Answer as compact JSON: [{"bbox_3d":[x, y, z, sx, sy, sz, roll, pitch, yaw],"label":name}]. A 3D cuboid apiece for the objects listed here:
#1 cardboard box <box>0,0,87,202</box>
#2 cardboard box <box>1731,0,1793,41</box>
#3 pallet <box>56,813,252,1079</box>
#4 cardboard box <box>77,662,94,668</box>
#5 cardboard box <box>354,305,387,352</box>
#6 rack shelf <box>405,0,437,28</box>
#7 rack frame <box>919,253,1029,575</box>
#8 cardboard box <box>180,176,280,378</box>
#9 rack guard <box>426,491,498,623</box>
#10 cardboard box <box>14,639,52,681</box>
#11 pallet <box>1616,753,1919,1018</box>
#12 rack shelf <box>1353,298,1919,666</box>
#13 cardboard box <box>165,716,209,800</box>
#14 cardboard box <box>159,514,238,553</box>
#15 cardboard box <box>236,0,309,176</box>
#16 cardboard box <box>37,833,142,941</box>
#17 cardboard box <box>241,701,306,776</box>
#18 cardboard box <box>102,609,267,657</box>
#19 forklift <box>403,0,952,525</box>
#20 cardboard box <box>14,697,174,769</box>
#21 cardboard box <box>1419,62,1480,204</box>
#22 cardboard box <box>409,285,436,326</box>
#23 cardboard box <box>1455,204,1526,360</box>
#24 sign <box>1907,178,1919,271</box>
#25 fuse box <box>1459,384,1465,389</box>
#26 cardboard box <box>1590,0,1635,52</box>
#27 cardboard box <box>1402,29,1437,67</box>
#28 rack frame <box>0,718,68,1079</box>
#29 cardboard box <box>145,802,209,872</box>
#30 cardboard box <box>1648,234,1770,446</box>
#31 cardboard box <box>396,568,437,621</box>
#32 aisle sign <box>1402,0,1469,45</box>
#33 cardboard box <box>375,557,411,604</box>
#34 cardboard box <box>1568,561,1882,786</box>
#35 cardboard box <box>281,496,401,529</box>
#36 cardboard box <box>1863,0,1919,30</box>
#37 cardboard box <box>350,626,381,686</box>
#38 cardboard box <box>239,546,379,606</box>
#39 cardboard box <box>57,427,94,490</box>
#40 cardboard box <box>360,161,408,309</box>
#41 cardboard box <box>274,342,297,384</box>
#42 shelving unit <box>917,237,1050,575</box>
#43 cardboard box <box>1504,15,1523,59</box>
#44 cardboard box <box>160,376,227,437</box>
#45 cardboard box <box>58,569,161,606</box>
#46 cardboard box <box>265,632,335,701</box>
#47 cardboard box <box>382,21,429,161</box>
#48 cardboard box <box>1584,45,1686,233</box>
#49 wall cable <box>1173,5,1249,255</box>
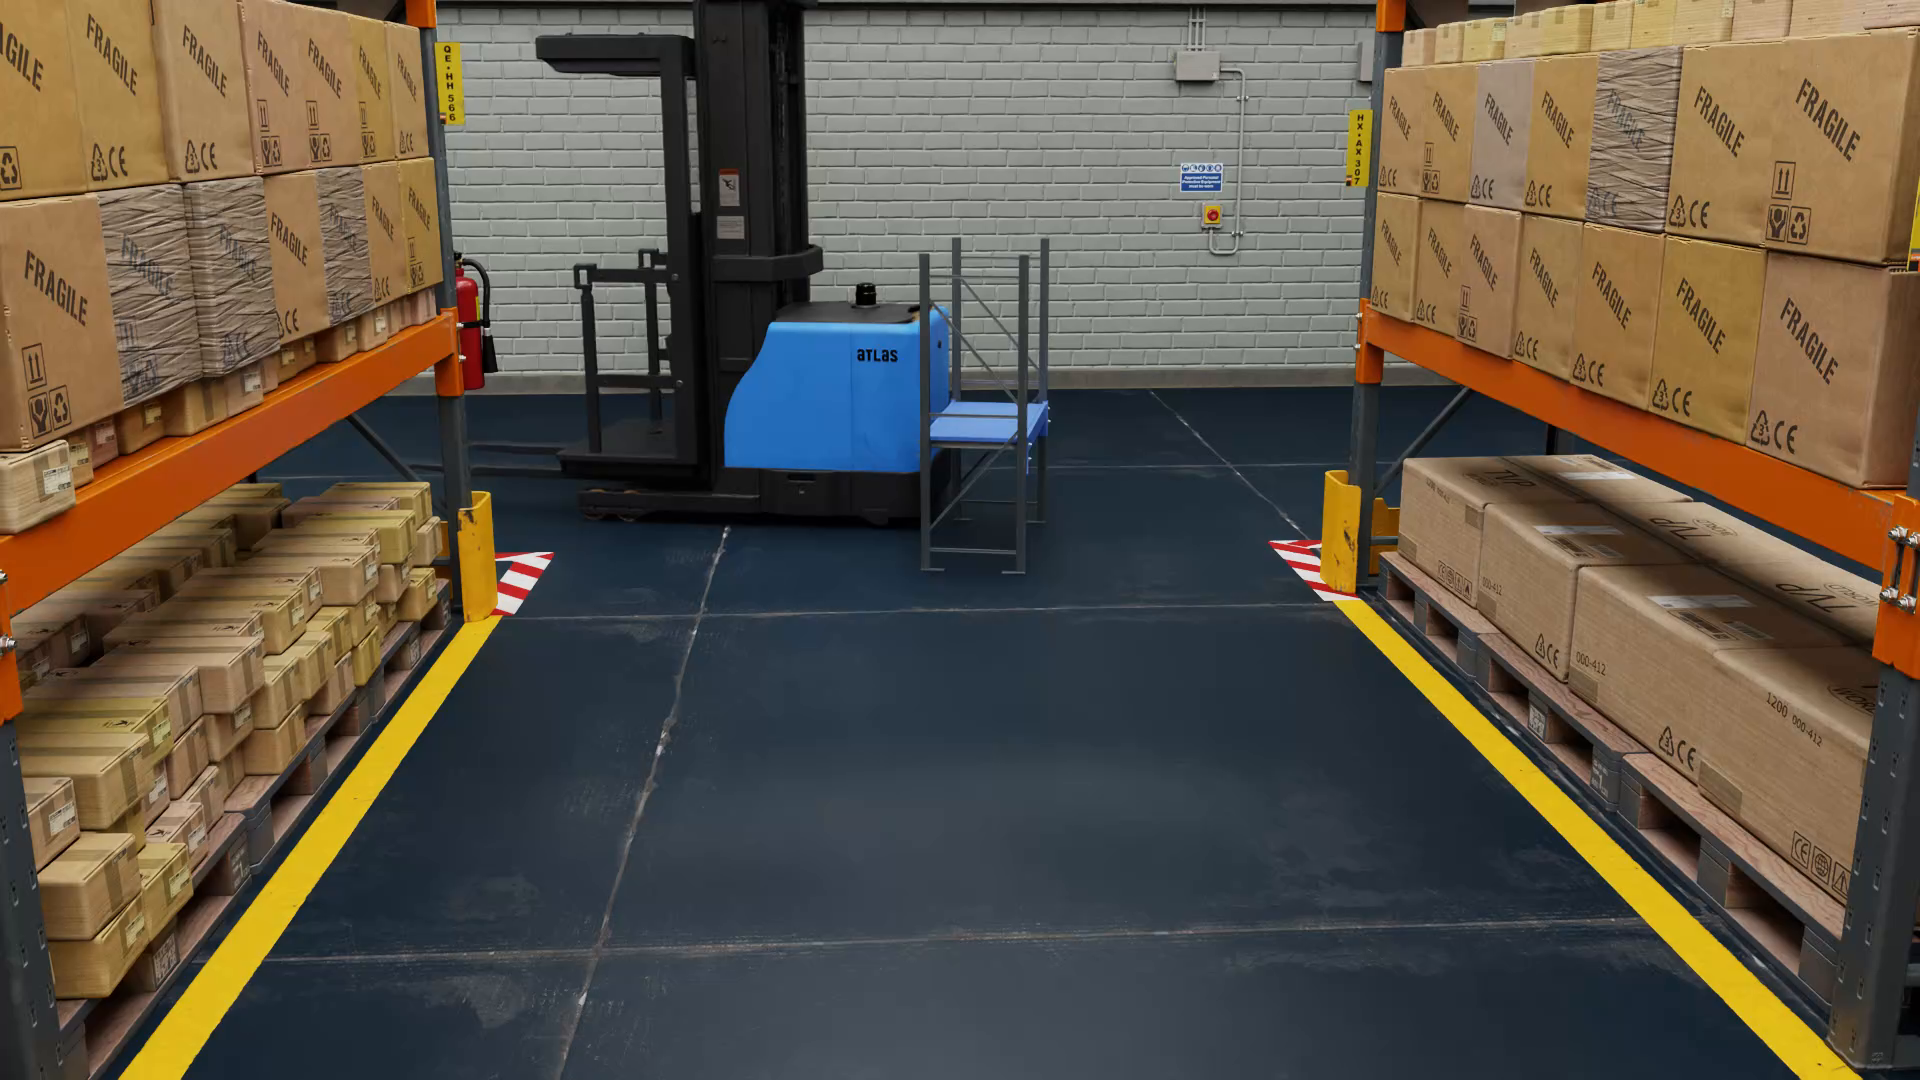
[{"bbox_3d":[-2.181,-0.950,3.393,0.500,0.500,0.500,-1,14,-2],"label":"cardboard box"},{"bbox_3d":[2.254,-1.369,4.318,0.380,0.149,0.250,-1,14,-4],"label":"cardboard box"},{"bbox_3d":[-2.473,1.027,4.111,1.003,0.211,1.213,-1,14,-3],"label":"pallet"},{"bbox_3d":[-2.746,0.476,4.940,0.380,0.149,0.250,-2,15,-6],"label":"cardboard box"},{"bbox_3d":[-2.294,-0.766,5.986,0.380,0.149,0.250,0,14,-2],"label":"cardboard box"},{"bbox_3d":[-2.520,-1.759,4.765,1.077,0.370,4.000,-1,14,-3],"label":"rack shelf"},{"bbox_3d":[0.063,-0.573,7.745,0.500,1.500,0.032,2,15,8],"label":"rack frame"},{"bbox_3d":[-2.209,-0.725,4.528,0.500,0.500,0.500,-1,14,-5],"label":"cardboard box"},{"bbox_3d":[-2.639,0.078,7.221,1.175,0.500,0.348,-1,14,-3],"label":"rack guard"},{"bbox_3d":[-2.803,0.391,4.670,0.380,0.149,0.250,-2,15,-6],"label":"cardboard box"},{"bbox_3d":[2.569,0.902,4.598,1.003,0.211,1.213,-1,14,-3],"label":"pallet"},{"bbox_3d":[2.414,-0.407,5.534,1.077,0.370,4.000,-1,14,-3],"label":"rack shelf"},{"bbox_3d":[-2.270,0.592,4.485,0.380,0.149,0.250,-2,15,-6],"label":"cardboard box"},{"bbox_3d":[-2.926,0.004,6.174,0.380,0.149,0.250,-1,14,-4],"label":"cardboard box"},{"bbox_3d":[-2.259,-1.332,4.878,0.500,0.500,0.500,-1,14,-5],"label":"cardboard box"},{"bbox_3d":[-2.099,0.781,3.752,0.380,0.149,0.250,0,14,-1],"label":"cardboard box"},{"bbox_3d":[-2.219,0.603,5.042,0.380,0.149,0.250,-1,14,-5],"label":"cardboard box"},{"bbox_3d":[-2.306,0.316,4.962,0.380,0.149,0.250,-1,15,-6],"label":"cardboard box"},{"bbox_3d":[-1.609,-1.649,9.052,3.031,2.935,1.130,2,15,9],"label":"forklift"},{"bbox_3d":[-2.234,0.512,4.202,0.380,0.149,0.250,-1,14,-4],"label":"cardboard box"},{"bbox_3d":[2.075,-1.534,6.260,0.500,0.500,0.500,-1,14,-5],"label":"cardboard box"},{"bbox_3d":[-2.342,-0.953,6.716,0.380,0.149,0.250,-1,14,-3],"label":"cardboard box"},{"bbox_3d":[2.106,-0.926,5.904,0.500,0.500,0.500,-1,14,-4],"label":"cardboard box"},{"bbox_3d":[1.984,-0.707,3.358,0.100,0.325,0.005,-1,14,-3],"label":"sign"},{"bbox_3d":[4.023,-2.027,12.972,0.539,1.711,0.414,-1,14,-3],"label":"fuse box"},{"bbox_3d":[2.155,-1.557,5.048,0.380,0.149,0.250,-1,14,-3],"label":"cardboard box"},{"bbox_3d":[2.036,-2.007,6.800,0.380,0.149,0.250,-1,14,-2],"label":"cardboard box"},{"bbox_3d":[-2.400,-0.157,3.116,0.949,2.616,0.053,-1,14,-3],"label":"rack frame"},{"bbox_3d":[-2.182,0.798,4.285,0.380,0.149,0.250,-1,14,-4],"label":"cardboard box"},{"bbox_3d":[2.217,-0.546,4.429,0.500,0.500,0.500,-1,14,-5],"label":"cardboard box"},{"bbox_3d":[-2.286,0.216,6.547,0.380,0.149,0.250,0,14,-2],"label":"cardboard box"},{"bbox_3d":[1.996,-2.526,7.106,0.394,0.787,0.004,-1,14,-3],"label":"aisle sign"},{"bbox_3d":[-2.293,0.138,6.253,0.380,0.149,0.250,-1,15,-6],"label":"cardboard box"},{"bbox_3d":[2.550,0.399,5.257,0.875,0.438,0.875,-1,14,-5],"label":"cardboard box"},{"bbox_3d":[-2.400,-0.071,6.469,0.380,0.149,0.250,-1,14,-2],"label":"cardboard box"},{"bbox_3d":[2.201,-1.177,3.572,0.380,0.149,0.250,-1,14,-5],"label":"cardboard box"},{"bbox_3d":[-2.249,0.406,5.806,0.380,0.149,0.250,-2,15,-6],"label":"cardboard box"},{"bbox_3d":[-2.232,0.122,5.716,0.380,0.149,0.250,0,14,-1],"label":"cardboard box"},{"bbox_3d":[-2.177,-0.174,3.686,0.380,0.149,0.250,0,14,-2],"label":"cardboard box"},{"bbox_3d":[-2.333,-1.108,6.016,0.500,0.500,0.500,-1,14,-4],"label":"cardboard box"},{"bbox_3d":[-2.317,-0.566,5.210,0.380,0.149,0.250,-1,14,-2],"label":"cardboard box"},{"bbox_3d":[0.136,-0.699,8.232,0.538,1.500,1.048,2,15,8],"label":"shelving unit"},{"bbox_3d":[2.128,-1.747,5.789,0.380,0.149,0.250,-1,14,-3],"label":"cardboard box"},{"bbox_3d":[-2.208,-0.371,4.452,0.380,0.149,0.250,-1,14,-2],"label":"cardboard box"},{"bbox_3d":[-2.849,0.200,5.414,0.380,0.149,0.250,-1,14,-3],"label":"cardboard box"},{"bbox_3d":[-2.206,0.398,5.240,0.380,0.149,0.250,-1,14,-3],"label":"cardboard box"},{"bbox_3d":[-2.367,-1.718,6.381,0.500,0.500,0.500,-1,14,-5],"label":"cardboard box"},{"bbox_3d":[2.169,-1.157,4.796,0.500,0.500,0.500,-1,14,-3],"label":"cardboard box"},{"bbox_3d":[1.917,-3.162,12.696,0.585,1.953,0.123,-1,14,-3],"label":"wall cable"}]
